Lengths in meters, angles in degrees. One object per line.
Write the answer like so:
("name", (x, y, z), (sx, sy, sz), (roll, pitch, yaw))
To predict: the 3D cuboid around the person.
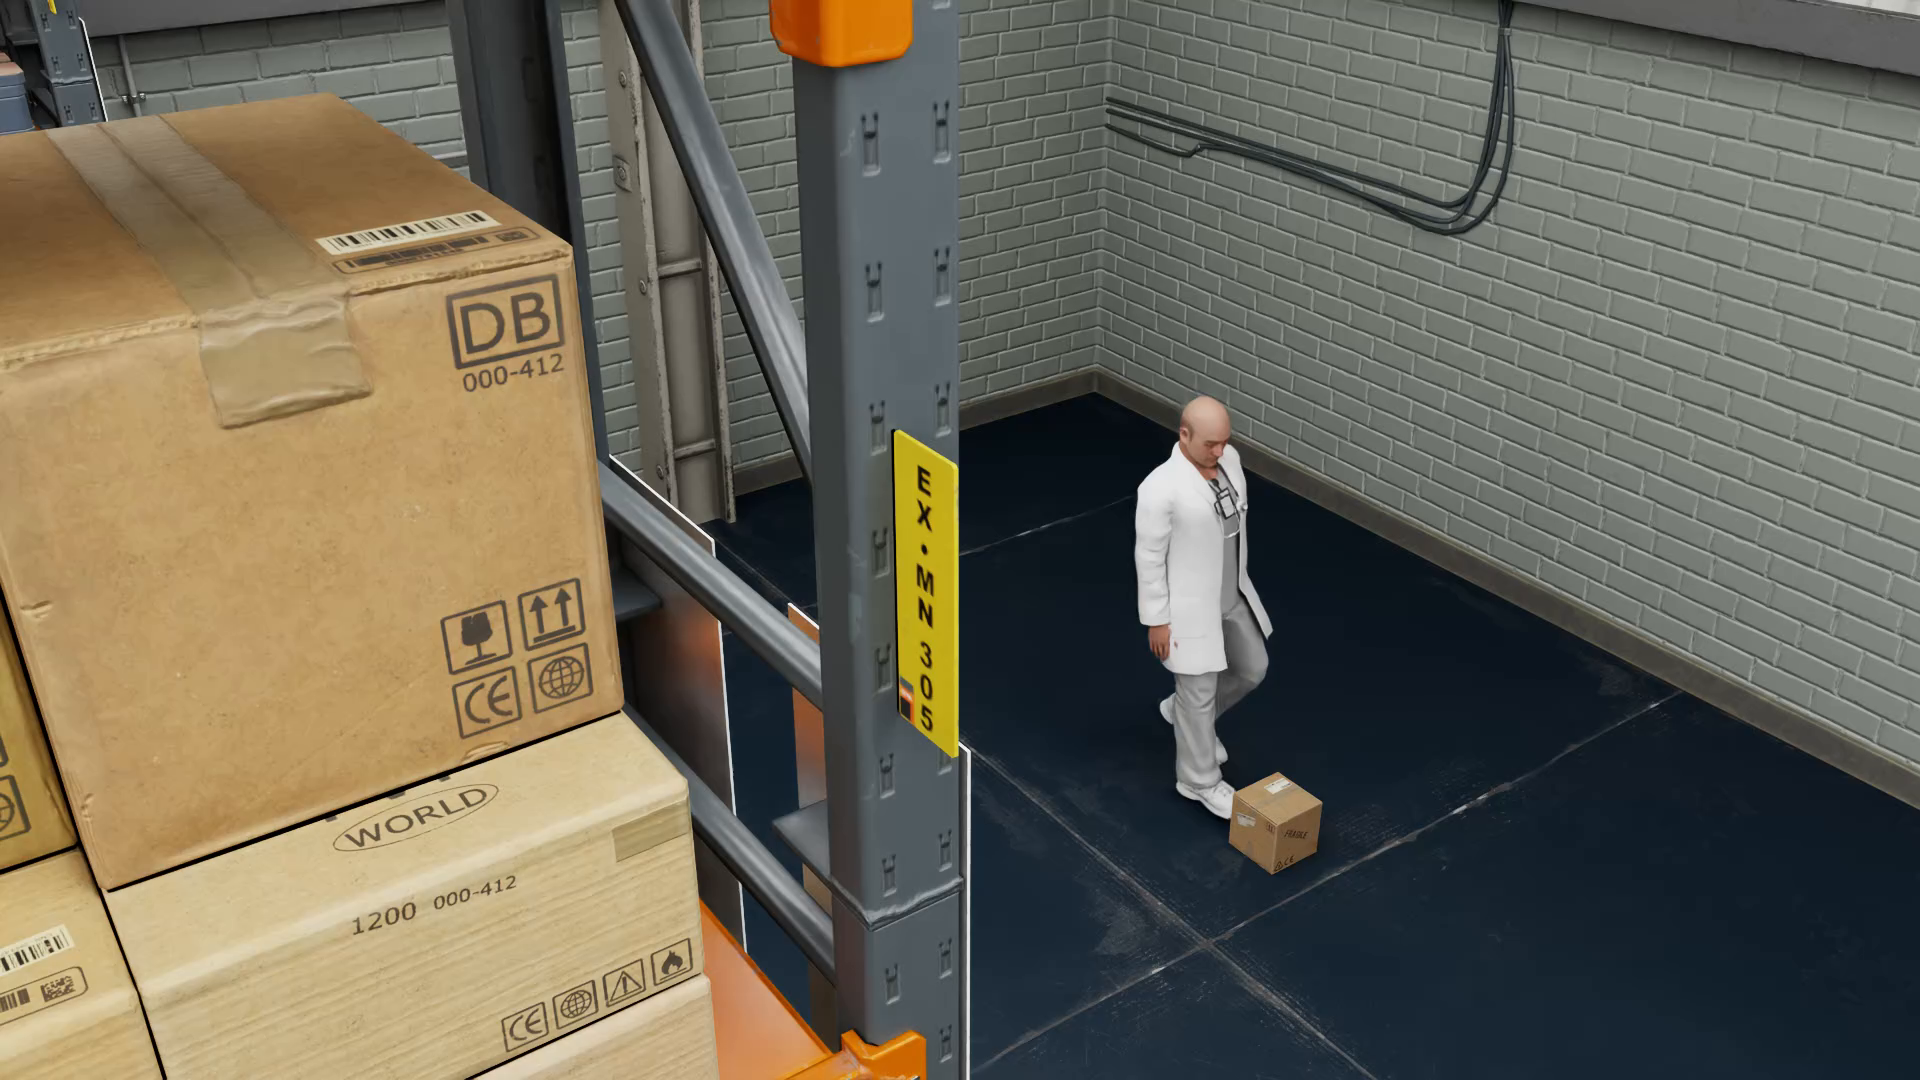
("person", (0.994, 0.260, 6.608), (0.607, 1.774, 0.634), (-24, 37, -38))
